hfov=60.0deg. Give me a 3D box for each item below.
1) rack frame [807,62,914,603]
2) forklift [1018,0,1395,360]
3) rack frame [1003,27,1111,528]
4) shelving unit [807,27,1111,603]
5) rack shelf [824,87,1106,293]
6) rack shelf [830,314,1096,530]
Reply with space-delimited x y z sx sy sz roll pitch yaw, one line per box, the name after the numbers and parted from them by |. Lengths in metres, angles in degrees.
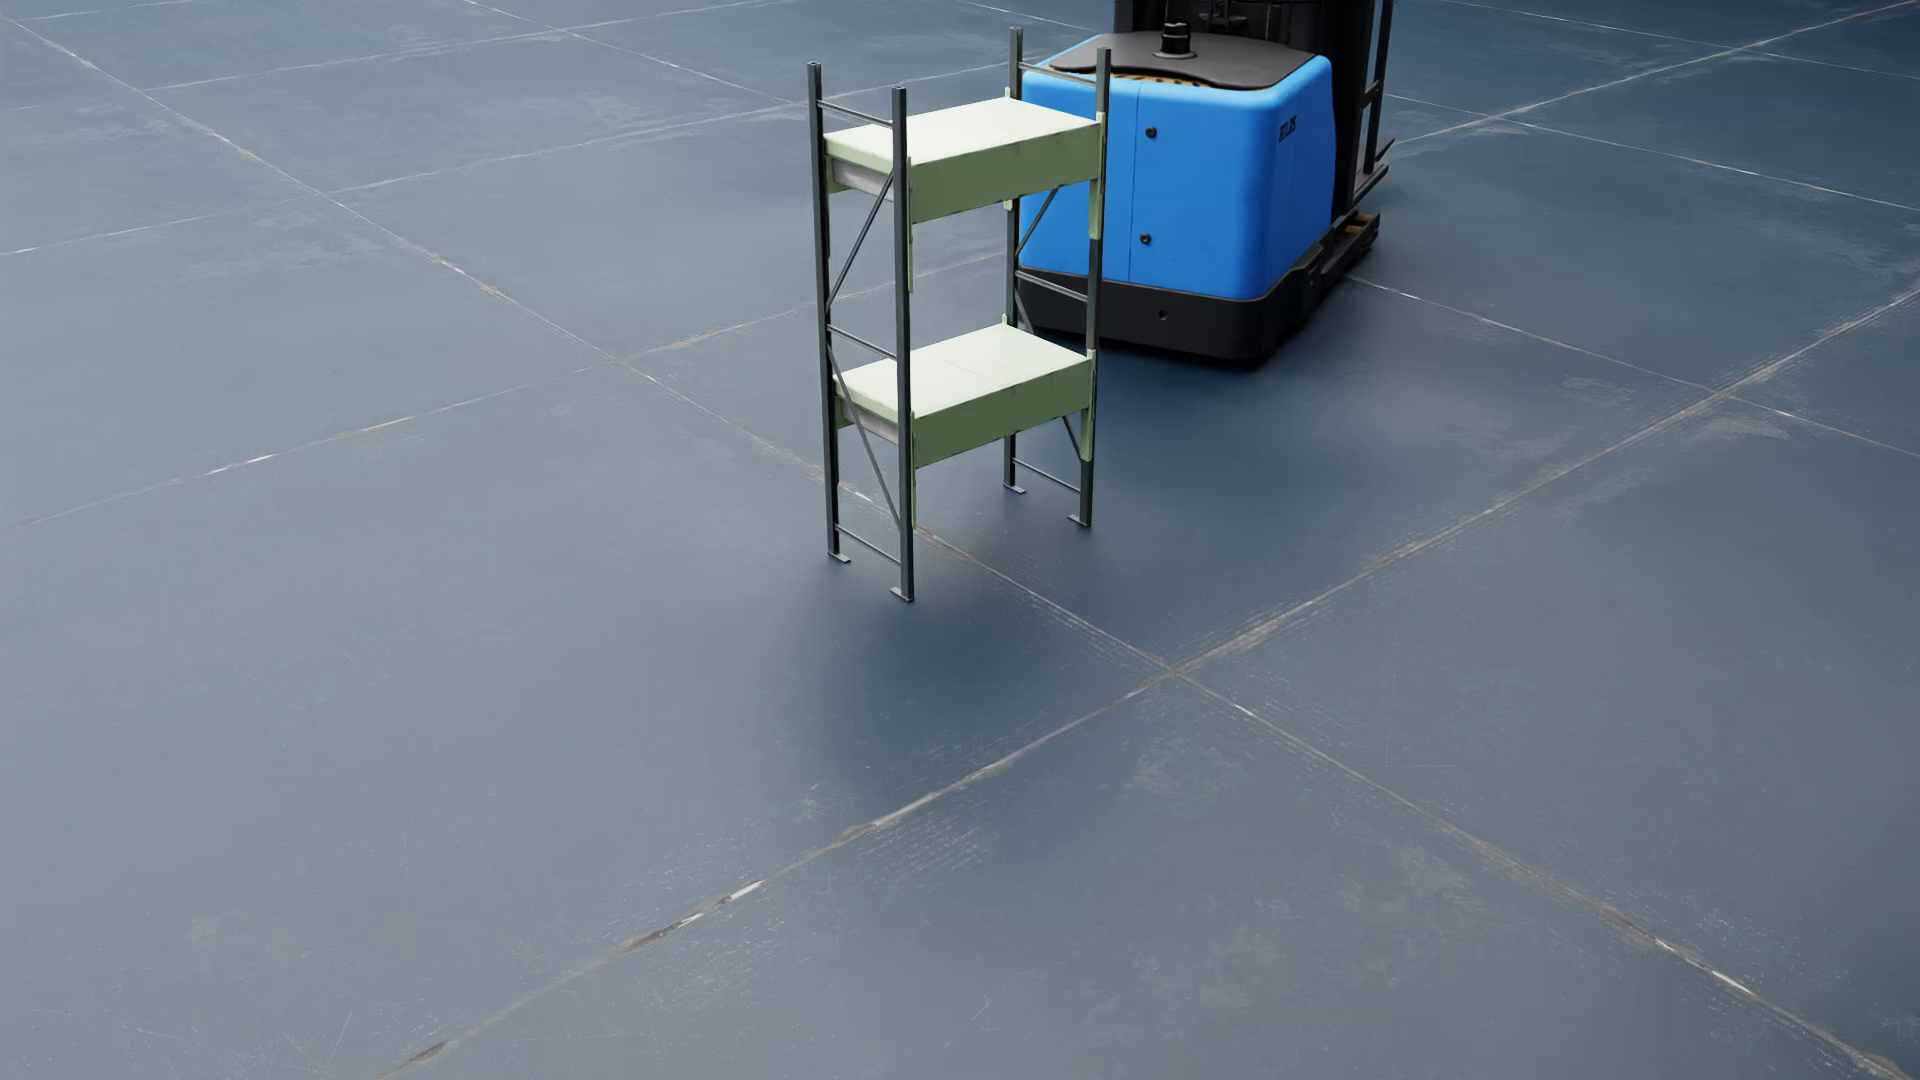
-0.273 -0.552 4.691 0.023 1.500 0.400 -22 35 -35 | rack frame
1.317 -2.653 7.104 1.130 2.935 3.031 13 31 23 | forklift
0.284 -0.775 5.110 0.023 1.500 0.400 -22 35 -35 | rack frame
0.005 -0.664 4.900 0.755 1.500 0.431 -22 35 -35 | shelving unit
0.005 -1.008 4.716 0.720 0.370 0.431 -22 35 -35 | rack shelf
0.005 -0.376 5.054 0.720 0.370 0.431 -22 35 -35 | rack shelf
